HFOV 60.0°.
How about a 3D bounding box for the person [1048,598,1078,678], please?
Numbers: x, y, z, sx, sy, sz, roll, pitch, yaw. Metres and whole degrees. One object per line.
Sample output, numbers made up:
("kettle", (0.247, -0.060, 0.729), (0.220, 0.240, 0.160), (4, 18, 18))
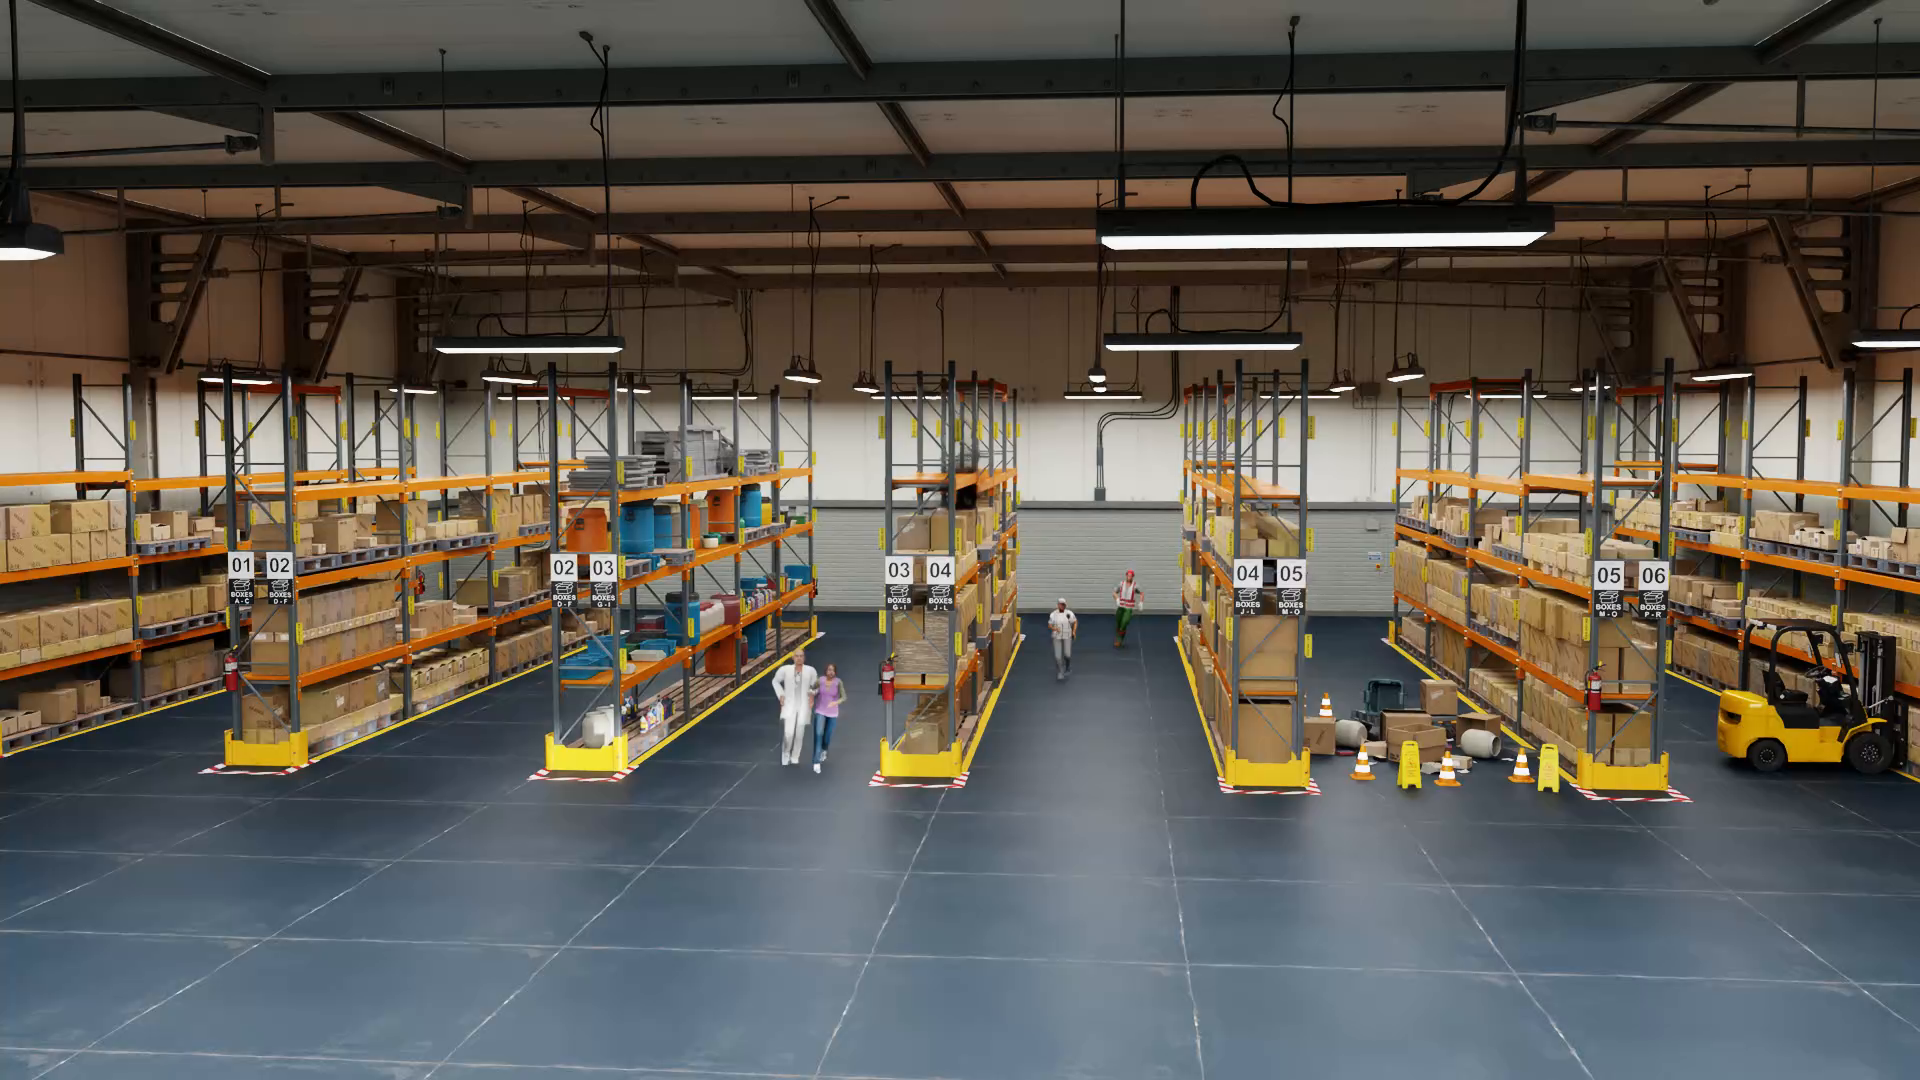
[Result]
("person", (2.064, 1.985, 33.411), (0.590, 1.629, 0.593), (0, 4, 5))

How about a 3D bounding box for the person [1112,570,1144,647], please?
("person", (3.862, 1.565, 38.464), (0.719, 1.750, 0.943), (1, 4, 18))

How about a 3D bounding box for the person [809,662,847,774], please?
("person", (-1.961, 2.613, 24.638), (0.567, 1.580, 0.823), (0, 4, -2))

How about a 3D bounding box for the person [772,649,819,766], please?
("person", (-2.432, 2.500, 24.750), (0.686, 1.753, 0.699), (-1, 4, -11))
